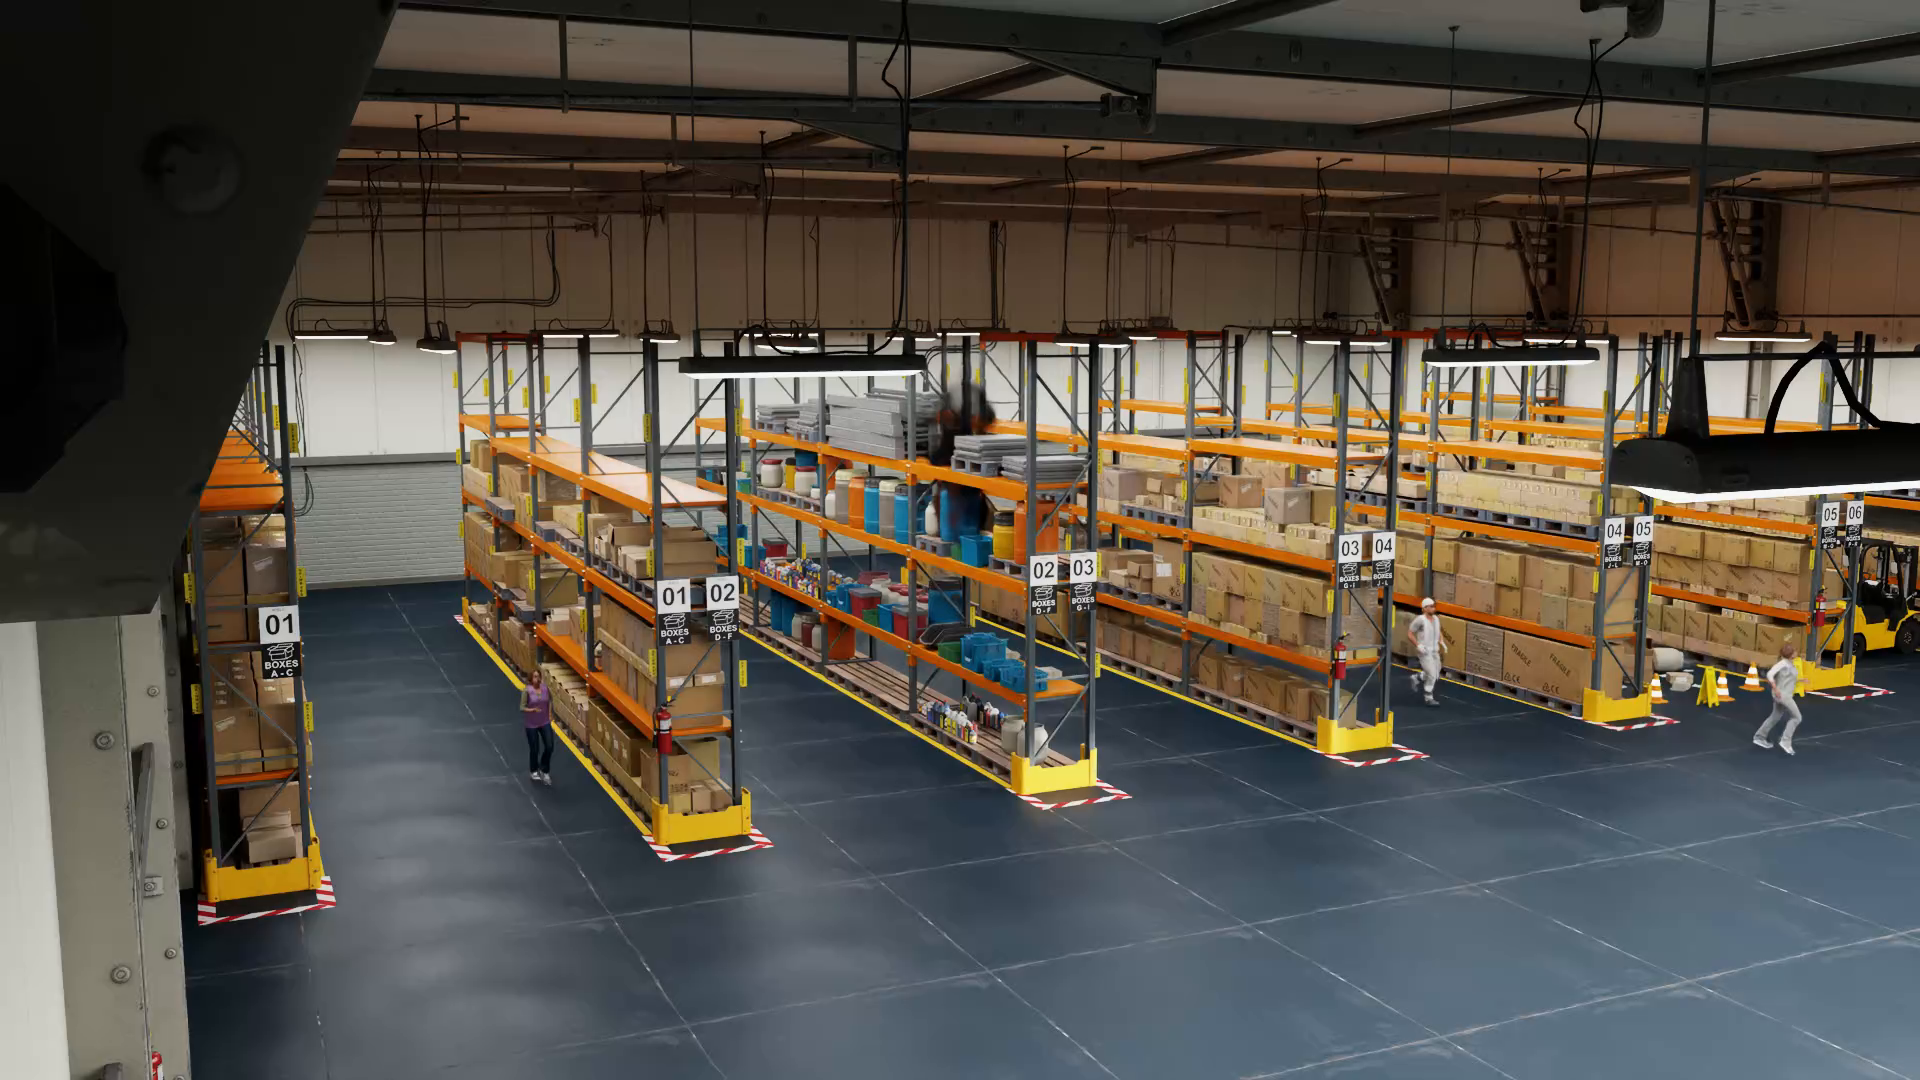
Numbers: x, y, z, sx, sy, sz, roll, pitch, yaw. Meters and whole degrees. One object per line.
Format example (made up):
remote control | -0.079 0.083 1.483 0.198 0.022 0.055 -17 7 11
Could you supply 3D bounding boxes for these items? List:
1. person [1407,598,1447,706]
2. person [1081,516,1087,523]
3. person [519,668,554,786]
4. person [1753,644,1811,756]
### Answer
person | 7.597 1.806 27.199 0.698 1.747 0.724 -5 9 -31
person | 3.282 -0.106 41.943 0.783 1.672 0.725 -1 8 -8
person | -5.682 2.526 22.449 0.517 1.608 0.639 -4 9 -29
person | 11.951 2.299 24.145 0.712 1.622 0.525 3 8 24
